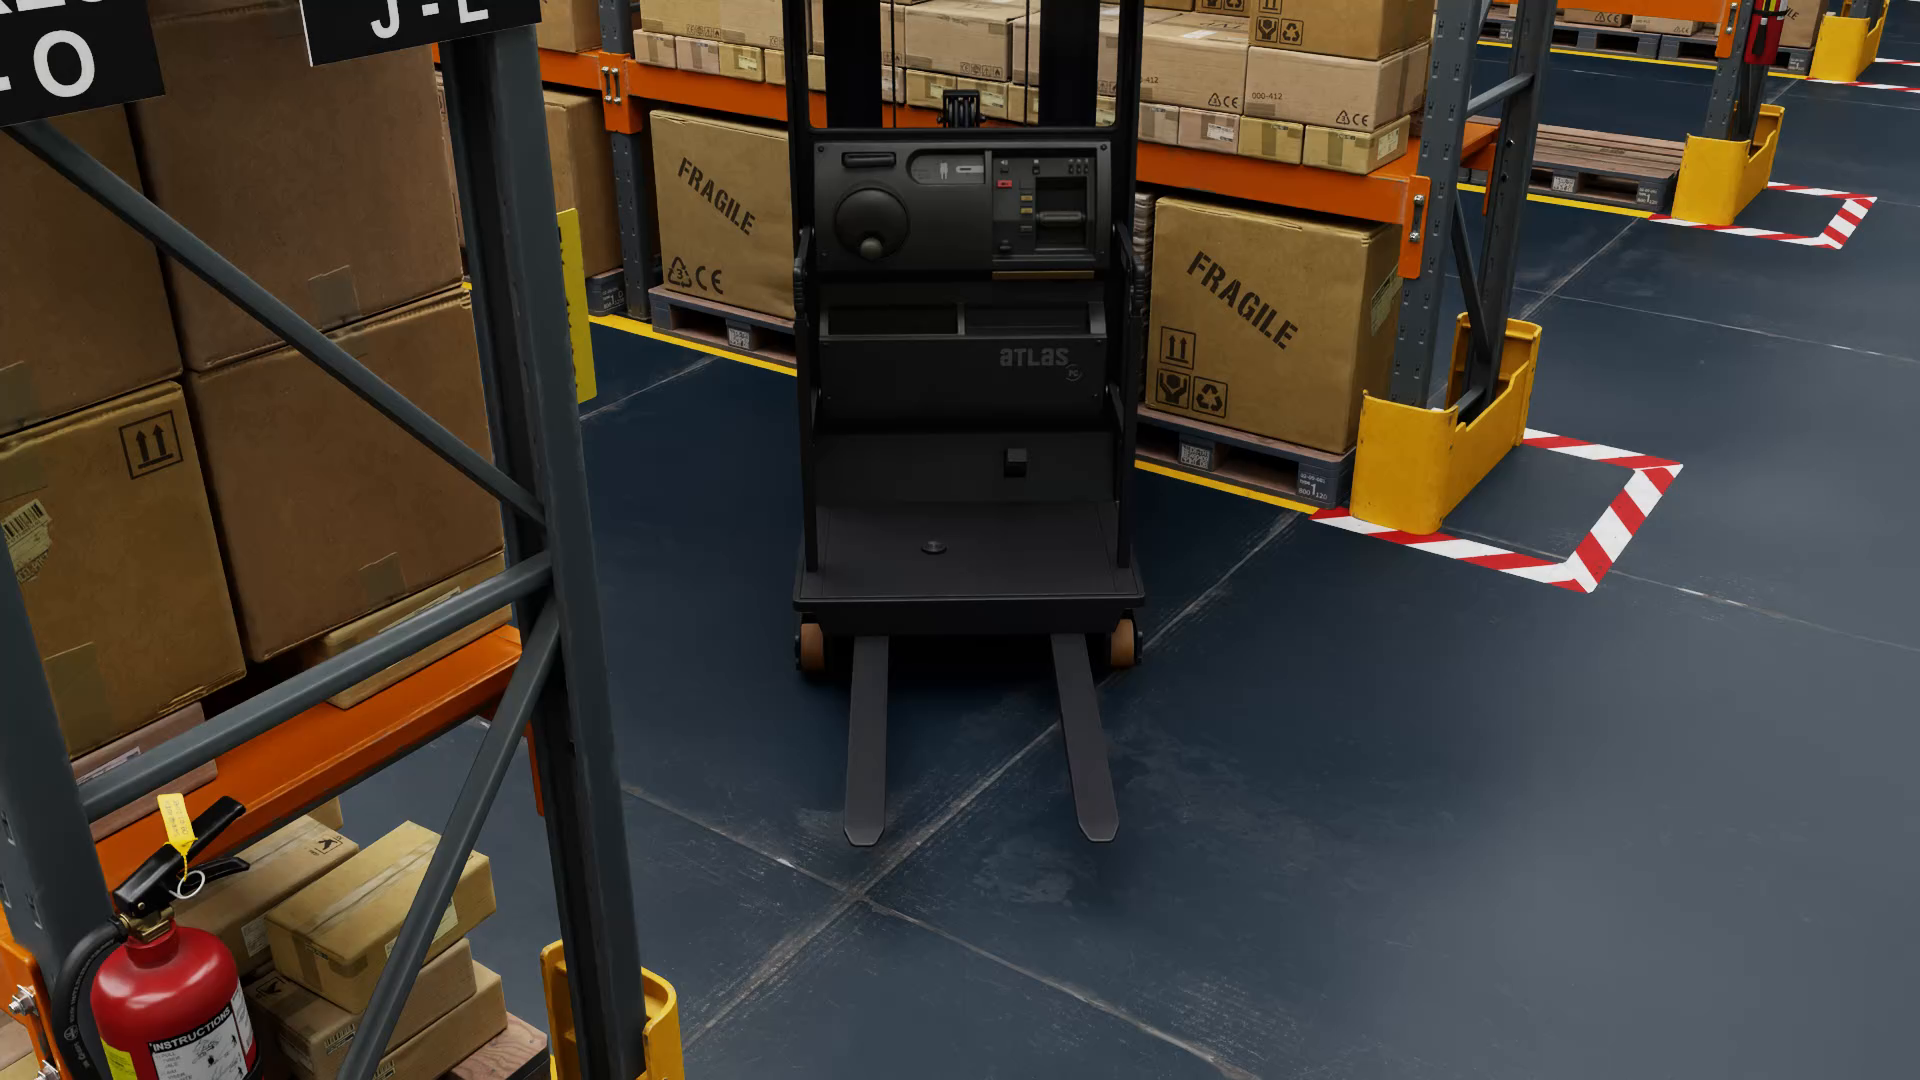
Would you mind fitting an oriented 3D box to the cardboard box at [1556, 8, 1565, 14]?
[{"bbox_3d":[5.500,-5.106,15.456,0.500,0.311,0.500,17,32,30],"label":"cardboard box"}]

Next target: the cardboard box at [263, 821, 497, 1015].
[{"bbox_3d":[-1.194,0.774,3.447,0.250,0.149,0.380,16,31,28],"label":"cardboard box"}]

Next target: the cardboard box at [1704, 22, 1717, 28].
[{"bbox_3d":[6.849,-4.659,14.644,0.500,0.250,0.500,17,32,30],"label":"cardboard box"}]

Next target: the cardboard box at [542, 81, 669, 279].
[{"bbox_3d":[-1.899,-2.036,8.823,0.875,0.875,1.225,17,32,30],"label":"cardboard box"}]

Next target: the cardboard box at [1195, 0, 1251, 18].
[{"bbox_3d":[1.282,-2.364,6.599,0.500,0.500,0.500,16,31,29],"label":"cardboard box"}]

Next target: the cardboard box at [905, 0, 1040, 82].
[{"bbox_3d":[0.118,-2.096,6.898,0.500,0.250,0.500,17,32,30],"label":"cardboard box"}]

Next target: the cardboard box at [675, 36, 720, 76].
[{"bbox_3d":[-1.088,-2.259,7.659,0.250,0.149,0.380,16,31,29],"label":"cardboard box"}]

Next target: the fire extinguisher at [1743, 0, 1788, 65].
[{"bbox_3d":[4.608,-3.054,9.440,0.183,0.674,0.296,17,32,30],"label":"fire extinguisher"}]

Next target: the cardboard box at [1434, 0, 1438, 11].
[{"bbox_3d":[4.475,-5.150,15.543,0.500,0.311,0.500,17,32,30],"label":"cardboard box"}]

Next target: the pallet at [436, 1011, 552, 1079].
[{"bbox_3d":[-1.667,1.218,3.623,1.213,0.211,1.003,17,32,30],"label":"pallet"}]

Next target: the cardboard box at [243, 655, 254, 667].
[{"bbox_3d":[-1.269,0.073,3.076,0.250,0.149,0.380,19,32,32],"label":"cardboard box"}]

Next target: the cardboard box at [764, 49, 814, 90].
[{"bbox_3d":[-0.653,-2.125,7.395,0.250,0.149,0.380,16,31,29],"label":"cardboard box"}]

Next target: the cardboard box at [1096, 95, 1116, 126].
[{"bbox_3d":[0.614,-1.730,6.619,0.250,0.149,0.380,17,31,29],"label":"cardboard box"}]

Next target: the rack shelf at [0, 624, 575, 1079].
[{"bbox_3d":[-2.603,0.024,3.689,4.000,0.370,1.077,17,32,30],"label":"rack shelf"}]

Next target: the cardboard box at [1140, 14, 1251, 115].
[{"bbox_3d":[0.969,-1.833,6.382,0.500,0.250,0.500,17,31,29],"label":"cardboard box"}]

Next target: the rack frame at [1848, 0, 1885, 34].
[{"bbox_3d":[7.549,-5.314,13.385,0.127,3.000,1.000,17,32,30],"label":"rack frame"}]

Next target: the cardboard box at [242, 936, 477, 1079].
[{"bbox_3d":[-1.241,0.937,3.454,0.250,0.149,0.380,19,32,32],"label":"cardboard box"}]

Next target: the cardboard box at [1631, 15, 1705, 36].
[{"bbox_3d":[6.195,-4.588,14.504,0.500,0.250,0.500,17,32,30],"label":"cardboard box"}]

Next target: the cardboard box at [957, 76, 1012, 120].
[{"bbox_3d":[0.197,-1.861,6.876,0.250,0.149,0.380,18,32,31],"label":"cardboard box"}]

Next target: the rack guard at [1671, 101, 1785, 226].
[{"bbox_3d":[4.768,-2.348,10.312,0.348,0.500,1.175,17,32,30],"label":"rack guard"}]

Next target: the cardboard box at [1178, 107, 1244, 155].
[{"bbox_3d":[1.034,-1.599,6.362,0.250,0.149,0.380,17,32,30],"label":"cardboard box"}]

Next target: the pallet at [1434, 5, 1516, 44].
[{"bbox_3d":[4.817,-4.922,15.689,1.213,0.211,1.003,17,32,30],"label":"pallet"}]

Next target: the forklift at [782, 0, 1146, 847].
[{"bbox_3d":[0.017,-1.021,5.024,1.130,2.935,3.031,-1,27,-1],"label":"forklift"}]

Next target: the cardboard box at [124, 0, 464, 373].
[{"bbox_3d":[-1.174,-0.620,2.621,0.500,0.500,0.500,17,32,30],"label":"cardboard box"}]

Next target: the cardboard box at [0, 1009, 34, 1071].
[{"bbox_3d":[-1.709,0.908,3.183,0.250,0.149,0.380,18,32,31],"label":"cardboard box"}]

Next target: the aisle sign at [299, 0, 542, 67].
[{"bbox_3d":[-0.725,-1.035,2.111,0.004,0.787,0.394,17,32,30],"label":"aisle sign"}]

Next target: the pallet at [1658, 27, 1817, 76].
[{"bbox_3d":[6.828,-4.295,14.458,1.213,0.211,1.003,17,32,30],"label":"pallet"}]

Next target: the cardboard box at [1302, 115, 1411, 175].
[{"bbox_3d":[1.457,-1.468,6.104,0.250,0.149,0.380,18,32,31],"label":"cardboard box"}]

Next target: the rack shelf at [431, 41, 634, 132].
[{"bbox_3d":[-3.009,-2.832,9.300,4.000,0.370,1.077,17,32,30],"label":"rack shelf"}]

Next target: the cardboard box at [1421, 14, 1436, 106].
[{"bbox_3d":[1.694,-1.902,6.517,0.500,0.250,0.500,16,31,29],"label":"cardboard box"}]

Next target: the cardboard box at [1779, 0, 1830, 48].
[{"bbox_3d":[6.961,-4.444,13.946,0.500,0.500,0.500,17,32,30],"label":"cardboard box"}]

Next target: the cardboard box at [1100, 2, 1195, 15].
[{"bbox_3d":[0.850,-2.163,7.030,0.500,0.250,0.500,16,31,29],"label":"cardboard box"}]

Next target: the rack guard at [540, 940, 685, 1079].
[{"bbox_3d":[-1.017,1.311,3.122,0.348,0.500,1.175,17,32,30],"label":"rack guard"}]

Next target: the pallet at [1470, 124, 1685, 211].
[{"bbox_3d":[4.083,-2.447,10.825,1.213,0.211,1.003,17,32,30],"label":"pallet"}]

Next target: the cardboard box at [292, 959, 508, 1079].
[{"bbox_3d":[-1.205,1.046,3.568,0.250,0.149,0.380,18,32,31],"label":"cardboard box"}]

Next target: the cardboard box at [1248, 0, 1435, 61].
[{"bbox_3d":[1.386,-2.038,5.959,0.500,0.500,0.500,18,32,31],"label":"cardboard box"}]

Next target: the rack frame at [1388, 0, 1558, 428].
[{"bbox_3d":[1.937,-1.612,6.110,0.127,3.000,1.000,17,32,30],"label":"rack frame"}]

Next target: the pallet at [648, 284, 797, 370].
[{"bbox_3d":[-0.778,-1.171,8.319,1.213,0.211,1.003,17,32,30],"label":"pallet"}]

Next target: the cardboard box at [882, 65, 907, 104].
[{"bbox_3d":[-0.236,-1.994,7.138,0.250,0.149,0.380,18,32,31],"label":"cardboard box"}]

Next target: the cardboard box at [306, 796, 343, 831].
[{"bbox_3d":[-1.625,0.635,3.719,0.250,0.149,0.380,17,32,30],"label":"cardboard box"}]

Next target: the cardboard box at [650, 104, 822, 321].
[{"bbox_3d":[-0.862,-1.680,8.123,0.875,0.875,0.875,17,32,30],"label":"cardboard box"}]

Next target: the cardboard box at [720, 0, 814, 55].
[{"bbox_3d":[-0.714,-2.356,7.410,0.500,0.250,0.500,17,32,30],"label":"cardboard box"}]

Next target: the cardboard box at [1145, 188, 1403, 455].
[{"bbox_3d":[1.364,-0.986,6.760,0.875,0.875,0.875,17,32,30],"label":"cardboard box"}]

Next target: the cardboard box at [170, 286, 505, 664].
[{"bbox_3d":[-1.168,-0.179,2.856,0.500,0.500,0.500,19,33,33],"label":"cardboard box"}]
